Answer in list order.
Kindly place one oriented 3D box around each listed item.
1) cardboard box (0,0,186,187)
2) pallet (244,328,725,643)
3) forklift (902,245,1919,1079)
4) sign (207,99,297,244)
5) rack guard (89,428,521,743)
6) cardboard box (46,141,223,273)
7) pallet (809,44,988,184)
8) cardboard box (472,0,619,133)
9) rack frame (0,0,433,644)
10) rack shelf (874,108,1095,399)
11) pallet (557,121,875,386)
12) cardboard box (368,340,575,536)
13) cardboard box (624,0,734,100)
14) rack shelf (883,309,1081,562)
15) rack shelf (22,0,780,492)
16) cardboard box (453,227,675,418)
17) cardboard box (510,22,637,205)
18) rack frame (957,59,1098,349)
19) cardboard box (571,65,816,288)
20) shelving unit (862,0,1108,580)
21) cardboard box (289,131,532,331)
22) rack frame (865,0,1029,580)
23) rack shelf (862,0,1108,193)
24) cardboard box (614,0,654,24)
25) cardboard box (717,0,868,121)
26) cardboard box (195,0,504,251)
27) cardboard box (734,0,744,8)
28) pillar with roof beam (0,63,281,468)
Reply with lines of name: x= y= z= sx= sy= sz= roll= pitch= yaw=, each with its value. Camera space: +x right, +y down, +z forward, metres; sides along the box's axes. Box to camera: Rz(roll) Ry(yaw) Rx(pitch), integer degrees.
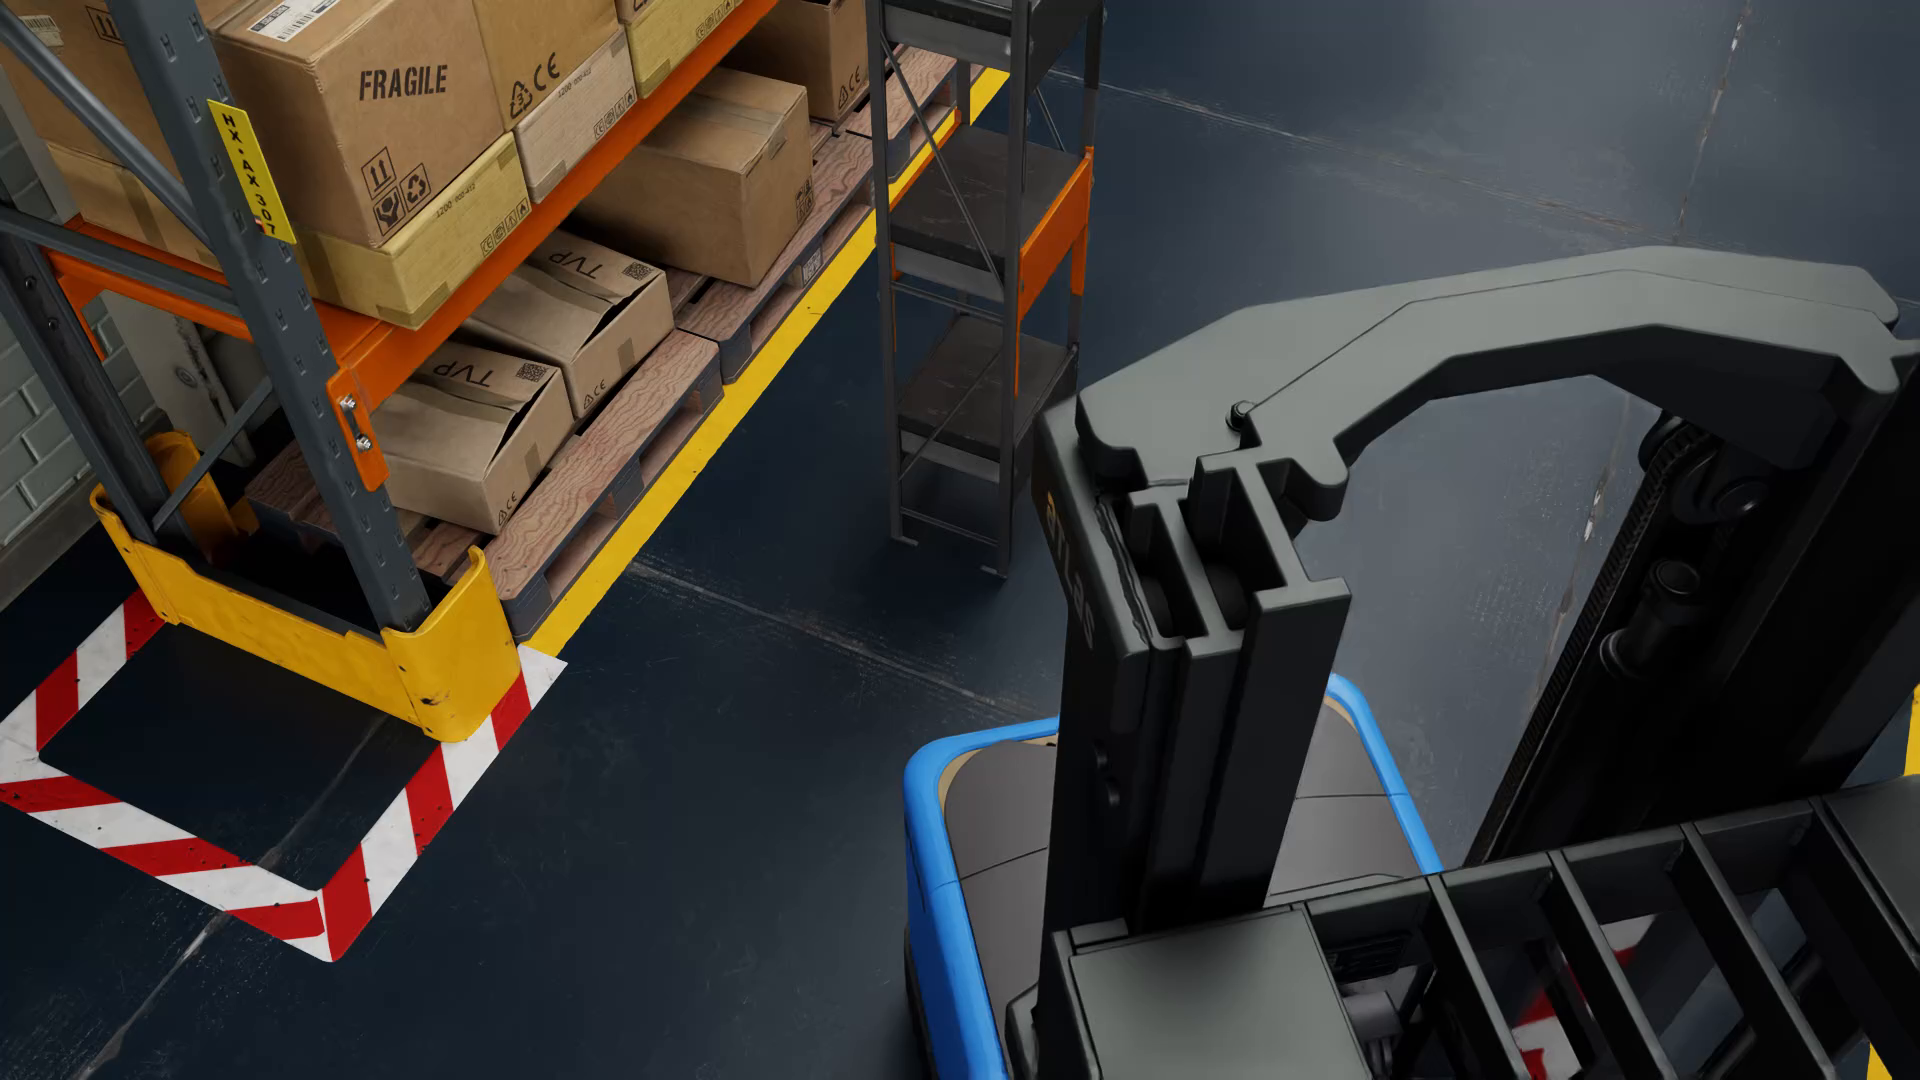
cardboard box: x=-1.902 y=-1.225 z=3.916 sx=0.500 sy=0.500 sz=0.500 roll=19 pitch=52 yaw=16
pallet: x=-1.500 y=-0.327 z=5.390 sx=1.003 sy=0.211 sz=1.213 roll=20 pitch=52 yaw=16
forklift: x=0.683 y=1.193 z=2.310 sx=1.130 sy=2.935 sz=3.031 roll=-10 pitch=50 yaw=-8
sign: x=-1.421 y=-0.735 z=3.337 sx=0.100 sy=0.325 sz=0.005 roll=20 pitch=52 yaw=16
rack guard: x=-1.879 y=0.127 z=4.814 sx=1.175 sy=0.500 sz=0.348 roll=20 pitch=52 yaw=16
cardboard box: x=-1.887 y=-0.973 z=4.194 sx=0.500 sy=0.250 sz=0.500 roll=20 pitch=53 yaw=17
pallet: x=-0.458 y=-2.007 z=6.819 sx=1.003 sy=0.211 sz=1.213 roll=20 pitch=52 yaw=16
cardboard box: x=-1.216 y=-1.400 z=4.064 sx=0.500 sy=0.500 sz=0.500 roll=20 pitch=52 yaw=16
rack frame: x=-1.912 y=-0.631 z=3.817 sx=1.000 sy=3.000 sz=0.127 roll=20 pitch=52 yaw=16
rack shelf: x=0.071 y=-0.786 z=4.558 sx=0.431 sy=0.518 sz=0.480 roll=20 pitch=52 yaw=16
pallet: x=-0.978 y=-1.164 z=6.102 sx=1.003 sy=0.211 sz=1.213 roll=20 pitch=52 yaw=16
cardboard box: x=-1.535 y=-0.349 z=5.054 sx=0.500 sy=0.311 sz=0.500 roll=14 pitch=51 yaw=12
cardboard box: x=-0.984 y=-1.532 z=4.670 sx=0.500 sy=0.250 sz=0.500 roll=19 pitch=52 yaw=16
rack shelf: x=0.071 y=-0.332 z=5.091 sx=0.431 sy=0.518 sz=0.480 roll=20 pitch=52 yaw=16
rack shelf: x=-1.057 y=-1.775 z=5.263 sx=1.077 sy=0.370 sz=4.000 roll=20 pitch=52 yaw=16
cardboard box: x=-1.291 y=-0.742 z=5.388 sx=0.500 sy=0.311 sz=0.500 roll=24 pitch=54 yaw=19
cardboard box: x=-1.207 y=-1.183 z=4.373 sx=0.500 sy=0.250 sz=0.500 roll=18 pitch=52 yaw=15
rack frame: x=0.175 y=-0.962 z=4.690 sx=0.400 sy=2.100 sz=0.015 roll=20 pitch=52 yaw=16
cardboard box: x=-0.932 y=-1.292 z=5.732 sx=0.700 sy=0.500 sz=0.500 roll=17 pitch=52 yaw=14
shelving unit: x=0.071 y=-0.794 z=4.547 sx=0.431 sy=2.100 sz=0.503 roll=20 pitch=52 yaw=16
cardboard box: x=-1.416 y=-0.821 z=4.065 sx=0.500 sy=0.250 sz=0.500 roll=18 pitch=52 yaw=15
rack frame: x=-0.034 y=-0.626 z=4.404 sx=0.400 sy=2.100 sz=0.015 roll=20 pitch=52 yaw=16
rack shelf: x=0.071 y=-1.239 z=4.025 sx=0.431 sy=0.518 sz=0.480 roll=20 pitch=52 yaw=16
cardboard box: x=-0.989 y=-1.753 z=4.365 sx=0.500 sy=0.500 sz=0.500 roll=18 pitch=52 yaw=15
cardboard box: x=-0.610 y=-1.990 z=6.326 sx=0.500 sy=0.500 sz=0.500 roll=16 pitch=52 yaw=13
cardboard box: x=-1.436 y=-1.062 z=3.777 sx=0.500 sy=0.500 sz=0.500 roll=20 pitch=52 yaw=16
cardboard box: x=-0.766 y=-1.880 z=4.965 sx=0.500 sy=0.250 sz=0.500 roll=20 pitch=53 yaw=16
pillar with roof beam: x=1.498 y=-1.937 z=0.990 sx=9.100 sy=9.000 sz=0.400 roll=20 pitch=52 yaw=16
